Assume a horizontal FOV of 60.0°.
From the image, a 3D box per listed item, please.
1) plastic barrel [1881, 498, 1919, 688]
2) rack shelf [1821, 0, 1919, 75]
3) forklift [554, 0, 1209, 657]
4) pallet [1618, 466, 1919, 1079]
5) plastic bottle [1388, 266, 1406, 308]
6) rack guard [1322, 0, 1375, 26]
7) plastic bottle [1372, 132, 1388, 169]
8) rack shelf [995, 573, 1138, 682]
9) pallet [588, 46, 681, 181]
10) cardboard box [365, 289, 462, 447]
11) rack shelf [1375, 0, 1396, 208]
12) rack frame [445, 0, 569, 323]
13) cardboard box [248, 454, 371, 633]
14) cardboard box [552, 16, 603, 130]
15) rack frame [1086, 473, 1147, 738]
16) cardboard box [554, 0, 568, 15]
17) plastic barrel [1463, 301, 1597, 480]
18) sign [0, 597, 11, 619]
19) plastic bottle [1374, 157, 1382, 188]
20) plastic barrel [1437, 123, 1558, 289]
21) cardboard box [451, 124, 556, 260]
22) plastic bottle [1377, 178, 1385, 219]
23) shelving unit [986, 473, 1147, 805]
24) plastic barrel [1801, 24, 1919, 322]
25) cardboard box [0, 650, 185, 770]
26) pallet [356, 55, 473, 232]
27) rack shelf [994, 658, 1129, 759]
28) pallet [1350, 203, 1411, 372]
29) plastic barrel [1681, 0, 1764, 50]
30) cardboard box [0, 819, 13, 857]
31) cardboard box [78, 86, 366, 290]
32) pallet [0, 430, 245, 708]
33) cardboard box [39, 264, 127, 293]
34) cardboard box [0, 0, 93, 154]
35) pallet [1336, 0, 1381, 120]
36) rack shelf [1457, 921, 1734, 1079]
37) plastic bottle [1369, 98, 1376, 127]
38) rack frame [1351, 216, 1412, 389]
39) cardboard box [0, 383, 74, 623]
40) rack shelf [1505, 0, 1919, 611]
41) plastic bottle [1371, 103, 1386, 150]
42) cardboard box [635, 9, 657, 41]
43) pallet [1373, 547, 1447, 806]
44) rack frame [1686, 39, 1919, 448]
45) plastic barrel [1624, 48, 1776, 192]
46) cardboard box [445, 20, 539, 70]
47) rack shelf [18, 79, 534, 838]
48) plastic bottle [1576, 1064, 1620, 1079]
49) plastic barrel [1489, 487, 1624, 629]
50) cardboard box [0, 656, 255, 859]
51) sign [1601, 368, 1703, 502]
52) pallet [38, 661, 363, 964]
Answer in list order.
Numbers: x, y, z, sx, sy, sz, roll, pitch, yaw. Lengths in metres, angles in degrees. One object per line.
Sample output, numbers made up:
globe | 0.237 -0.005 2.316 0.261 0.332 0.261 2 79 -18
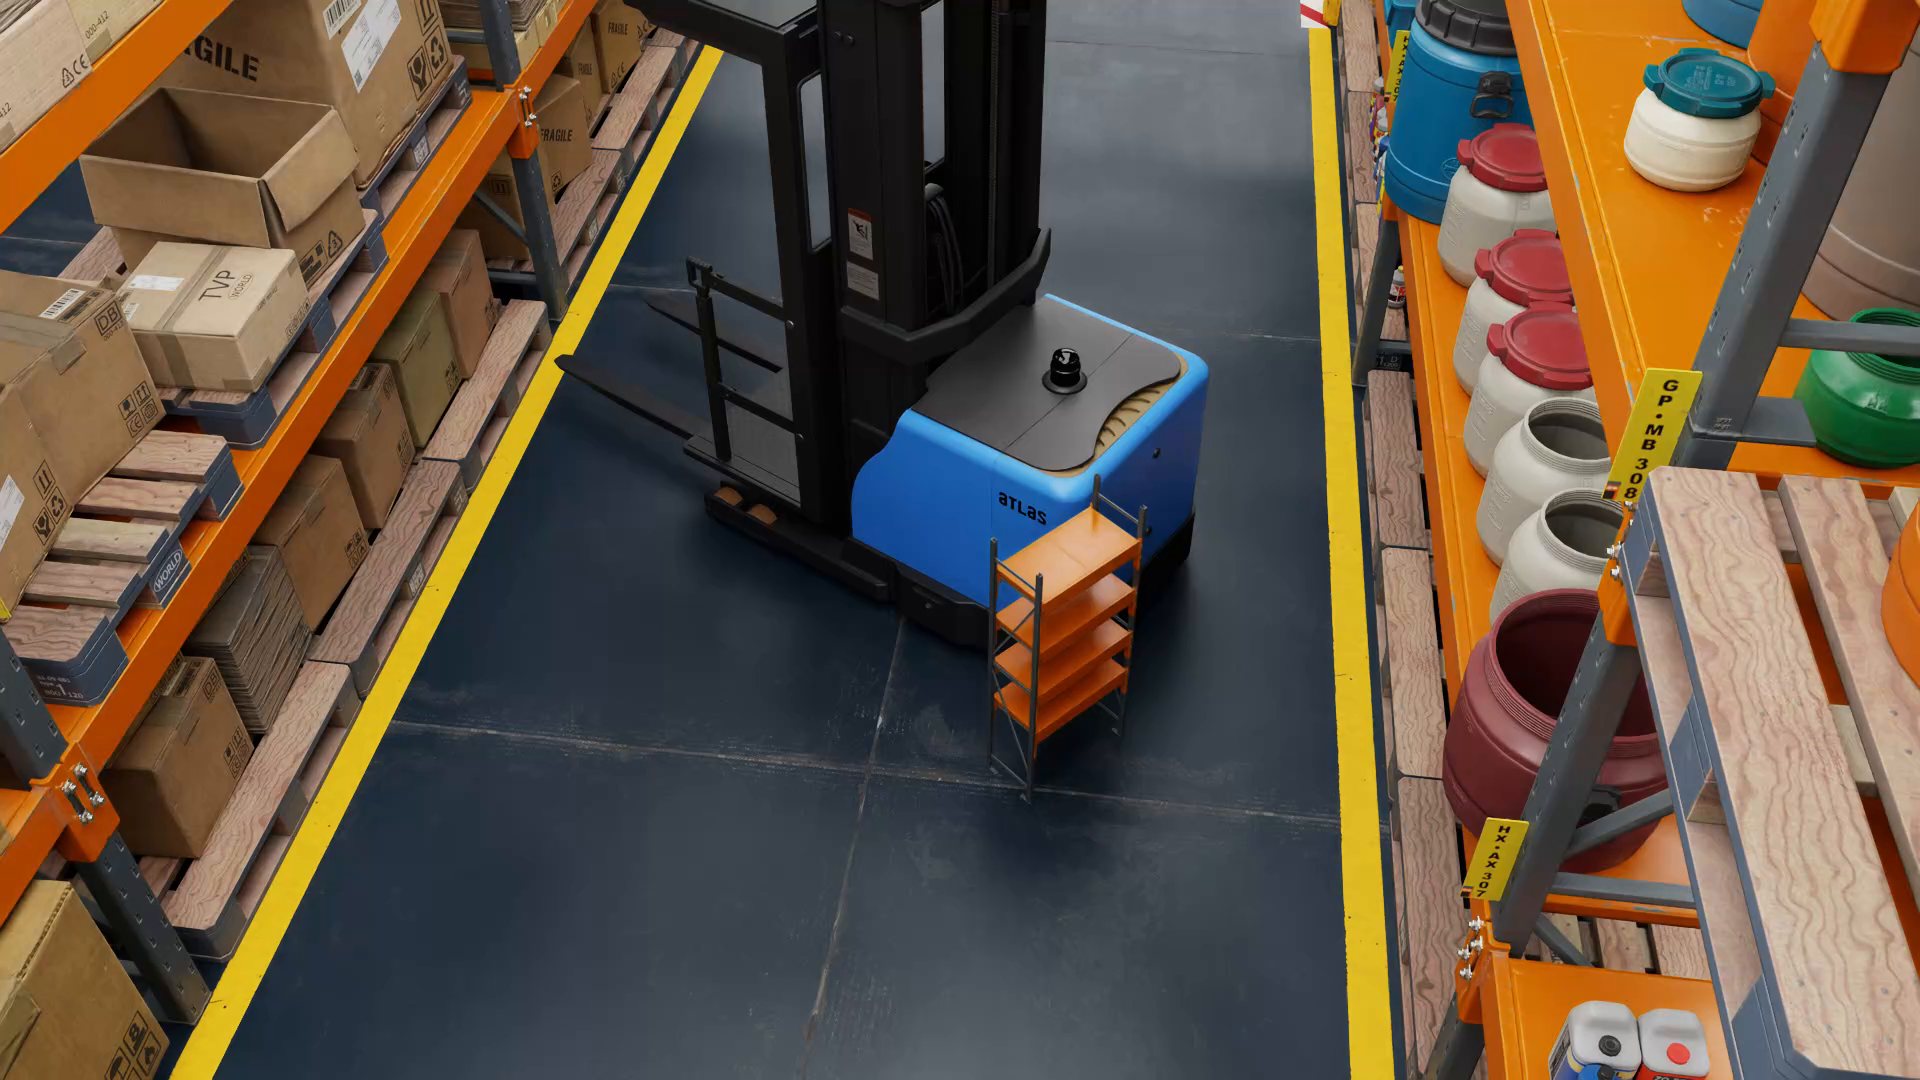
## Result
plastic barrel | 1.794 -0.111 2.408 0.600 0.830 0.708 5 44 6
rack shelf | 1.607 0.491 1.022 1.077 0.370 4.000 5 44 6
forklift | -0.502 -1.319 6.533 3.031 2.935 1.130 27 50 25
pallet | 1.674 0.392 2.632 1.003 0.211 1.213 5 44 6
plastic bottle | 2.140 -1.245 8.121 0.097 0.201 0.097 0 43 0
rack guard | 2.966 -3.588 10.698 1.175 0.500 0.348 5 44 6
plastic bottle | 2.309 -2.119 9.044 0.097 0.201 0.097 0 43 0
rack shelf | 0.368 0.266 5.891 0.480 0.148 0.258 -32 52 -29
pallet | -2.296 -2.558 9.820 1.003 0.211 1.213 5 44 6
cardboard box | -2.693 -0.788 7.421 0.700 0.500 0.500 5 44 5
rack shelf | 2.665 -2.928 8.706 1.077 0.370 4.000 5 44 6
rack frame | -2.509 -2.276 7.494 1.000 3.000 0.127 5 44 6
cardboard box | -2.840 -0.027 6.617 0.700 0.500 0.500 9 44 9
cardboard box | -2.344 -2.611 9.361 0.500 0.500 0.500 2 43 2
rack frame | 0.550 0.268 6.117 0.015 1.200 0.240 -32 52 -29
cardboard box | -2.131 -2.646 8.068 0.380 0.149 0.250 5 44 6
plastic barrel | 1.902 -0.448 5.465 0.433 0.535 0.433 0 43 0
sign | -2.487 0.078 4.166 0.100 0.325 0.005 5 44 6
plastic bottle | 2.282 -1.979 8.896 0.097 0.201 0.097 0 43 0
plastic barrel | 2.057 -1.243 6.304 0.433 0.535 0.433 0 43 0
cardboard box | -2.416 -1.790 8.493 0.500 0.500 0.500 4 44 4
plastic bottle | 2.268 -1.840 8.640 0.144 0.351 0.185 5 44 5
shelving unit | 0.368 0.380 5.999 0.503 1.200 0.258 -32 52 -29
plastic barrel | 2.195 -0.911 3.506 0.600 0.901 0.600 0 43 0
cardboard box | -2.979 0.466 5.551 0.500 0.250 0.500 7 44 7
pallet | -2.754 -1.699 7.024 1.003 0.211 1.213 5 44 6
rack shelf | 0.368 0.573 6.181 0.480 0.148 0.258 -32 52 -29
pallet | 2.531 -1.267 8.457 1.003 0.211 1.213 5 44 6
plastic barrel | 2.376 -1.839 4.487 0.600 0.901 0.708 5 44 6
cardboard box | -2.857 0.773 4.202 0.500 0.500 0.500 6 44 7
cardboard box | -2.647 -1.276 6.058 0.797 0.503 0.637 9 44 10
pallet | -3.049 0.024 5.204 1.213 0.211 1.003 5 44 6
cardboard box | -3.085 -0.815 5.743 0.396 0.266 0.258 4 44 4
cardboard box | -2.655 -1.232 4.319 0.500 0.250 0.500 6 44 7
pallet | 2.853 -2.930 10.213 1.003 0.211 1.213 5 44 6
rack shelf | 1.607 2.525 2.947 1.077 0.370 4.000 5 44 6
plastic bottle | 2.367 -2.418 9.359 0.097 0.201 0.097 0 43 0
rack frame | 2.401 -1.826 7.019 1.000 3.000 0.127 5 44 6
cardboard box | -3.006 -0.110 4.829 0.500 0.500 0.500 0 43 0
rack shelf | 2.136 -1.291 4.795 1.077 0.370 4.000 5 44 6
plastic bottle | 2.335 -2.280 9.163 0.097 0.271 0.097 0 43 0
cardboard box | -2.124 -3.412 10.207 0.500 0.500 0.500 16 46 16
pallet | 2.176 0.559 6.528 1.003 0.211 1.213 5 44 6
rack frame | 1.872 -1.278 2.077 1.000 3.000 0.127 5 44 6
plastic barrel | 1.808 -1.027 4.094 0.301 0.262 0.301 0 43 0
cardboard box | -2.182 -2.304 7.706 0.380 0.149 0.250 5 44 6
rack shelf | -2.773 -0.652 6.302 1.077 0.370 4.000 5 44 6
plastic bottle | 1.452 1.289 3.823 0.097 0.271 0.097 0 43 0
plastic barrel | 1.796 0.139 4.862 0.421 0.512 0.421 0 43 0
cardboard box | -2.969 0.740 5.807 0.700 0.500 0.500 3 44 3
sign | 1.325 -0.196 3.192 0.100 0.325 0.005 5 44 6
pallet | -2.933 0.930 6.136 1.003 0.211 1.213 5 44 6
